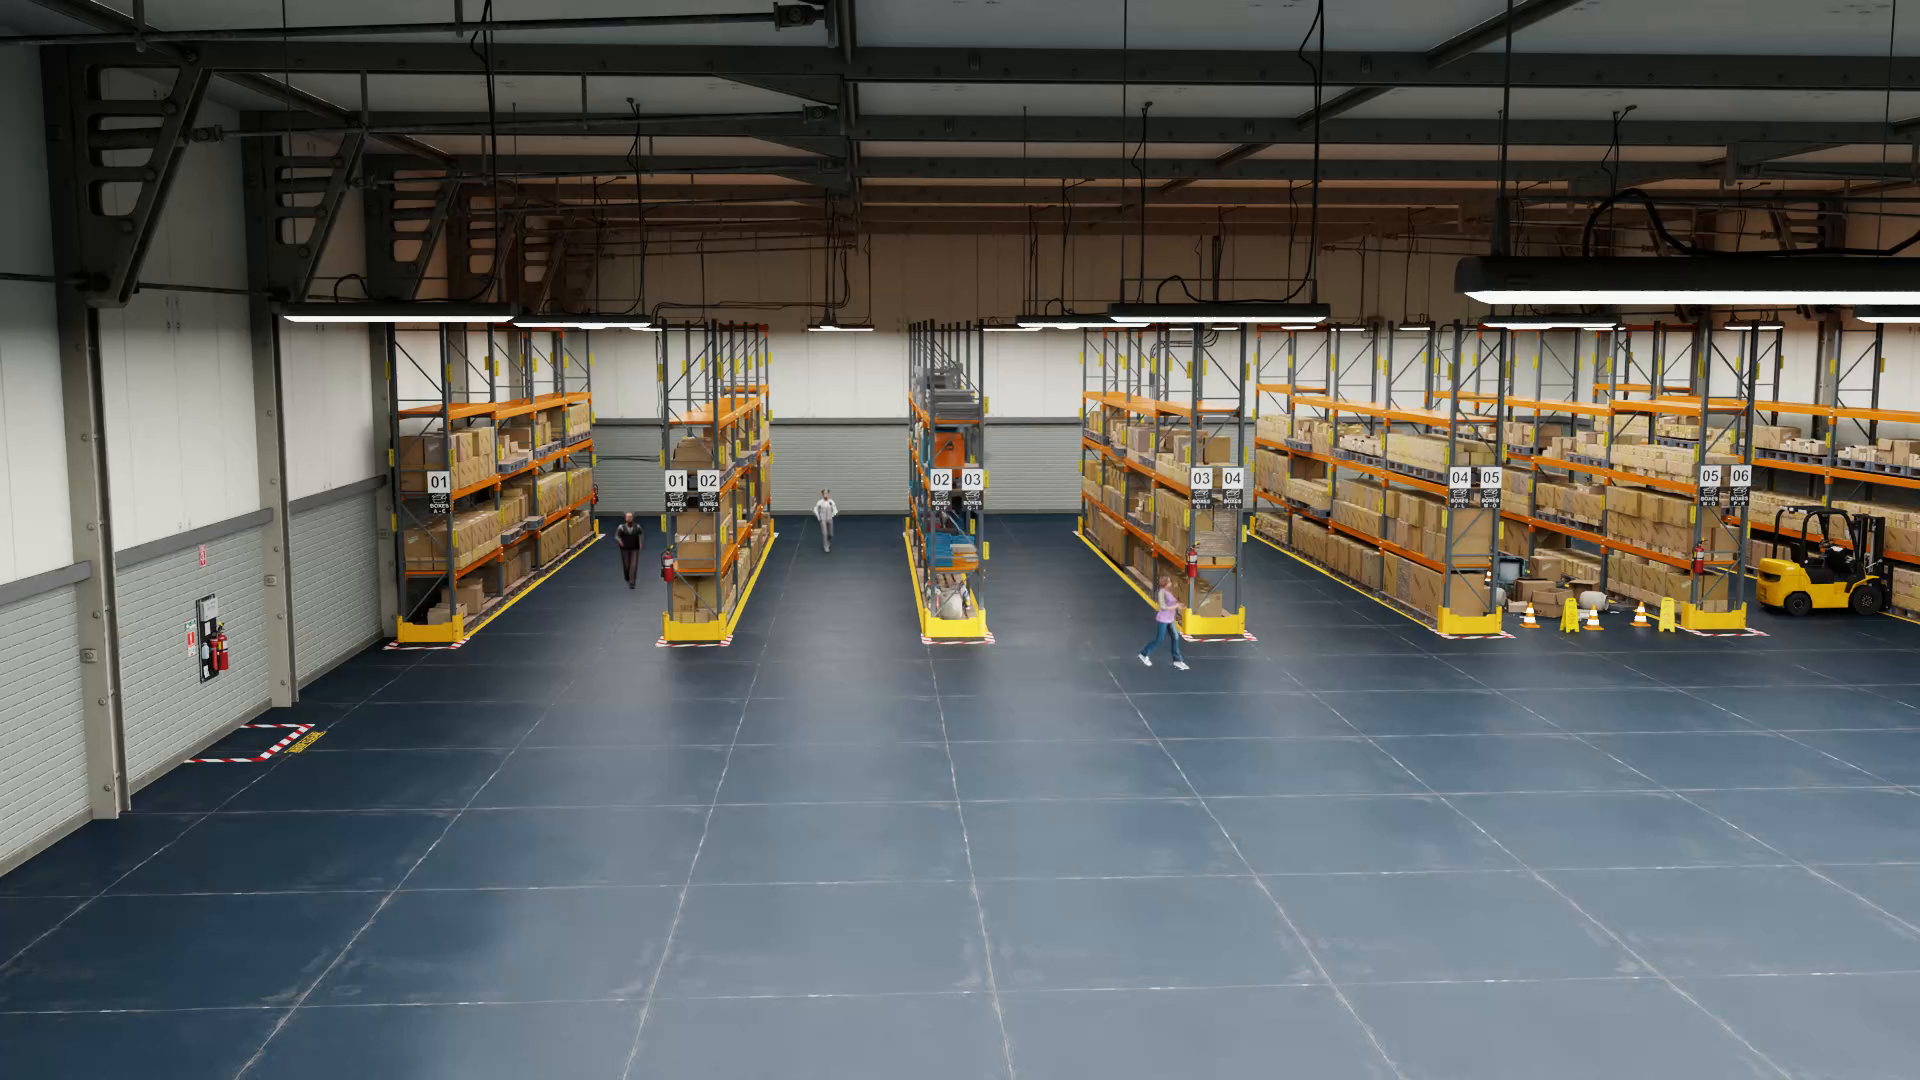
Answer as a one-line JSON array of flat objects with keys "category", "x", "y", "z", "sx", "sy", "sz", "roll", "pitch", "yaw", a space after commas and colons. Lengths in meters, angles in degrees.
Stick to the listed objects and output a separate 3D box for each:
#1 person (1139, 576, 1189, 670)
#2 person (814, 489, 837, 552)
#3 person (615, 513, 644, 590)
[{"category": "person", "x": 3.496, "y": 1.408, "z": 28.437, "sx": 0.863, "sy": 1.589, "sz": 0.530, "roll": 4, "pitch": 8, "yaw": 30}, {"category": "person", "x": -3.556, "y": -0.535, "z": 44.023, "sx": 0.621, "sy": 1.654, "sz": 0.718, "roll": -2, "pitch": 7, "yaw": -13}, {"category": "person", "x": -7.471, "y": 0.236, "z": 37.639, "sx": 0.663, "sy": 1.707, "sz": 0.927, "roll": -2, "pitch": 7, "yaw": -13}]
